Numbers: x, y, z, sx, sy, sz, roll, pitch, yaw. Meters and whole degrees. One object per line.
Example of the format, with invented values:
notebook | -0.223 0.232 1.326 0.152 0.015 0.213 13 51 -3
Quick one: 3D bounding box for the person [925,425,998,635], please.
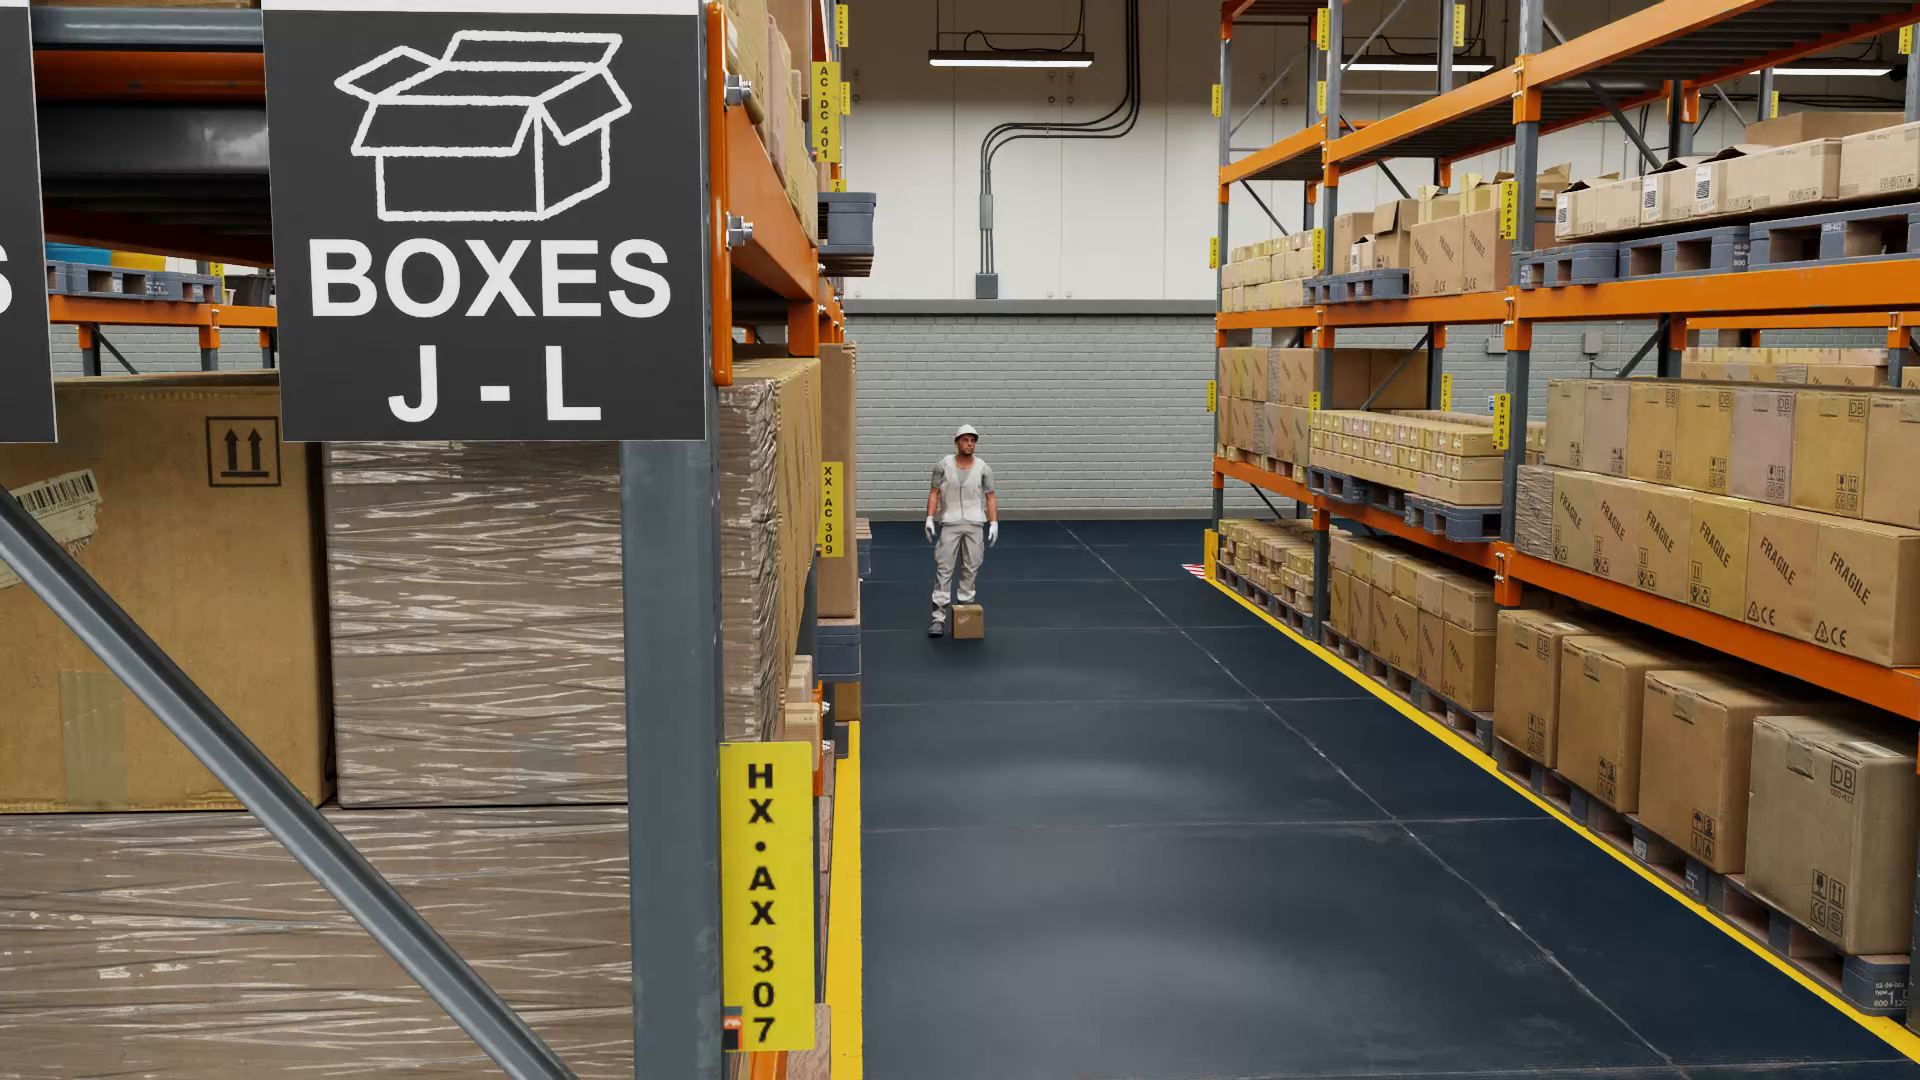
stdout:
person | 0.016 -0.094 14.352 0.638 1.788 0.563 0 7 -4
